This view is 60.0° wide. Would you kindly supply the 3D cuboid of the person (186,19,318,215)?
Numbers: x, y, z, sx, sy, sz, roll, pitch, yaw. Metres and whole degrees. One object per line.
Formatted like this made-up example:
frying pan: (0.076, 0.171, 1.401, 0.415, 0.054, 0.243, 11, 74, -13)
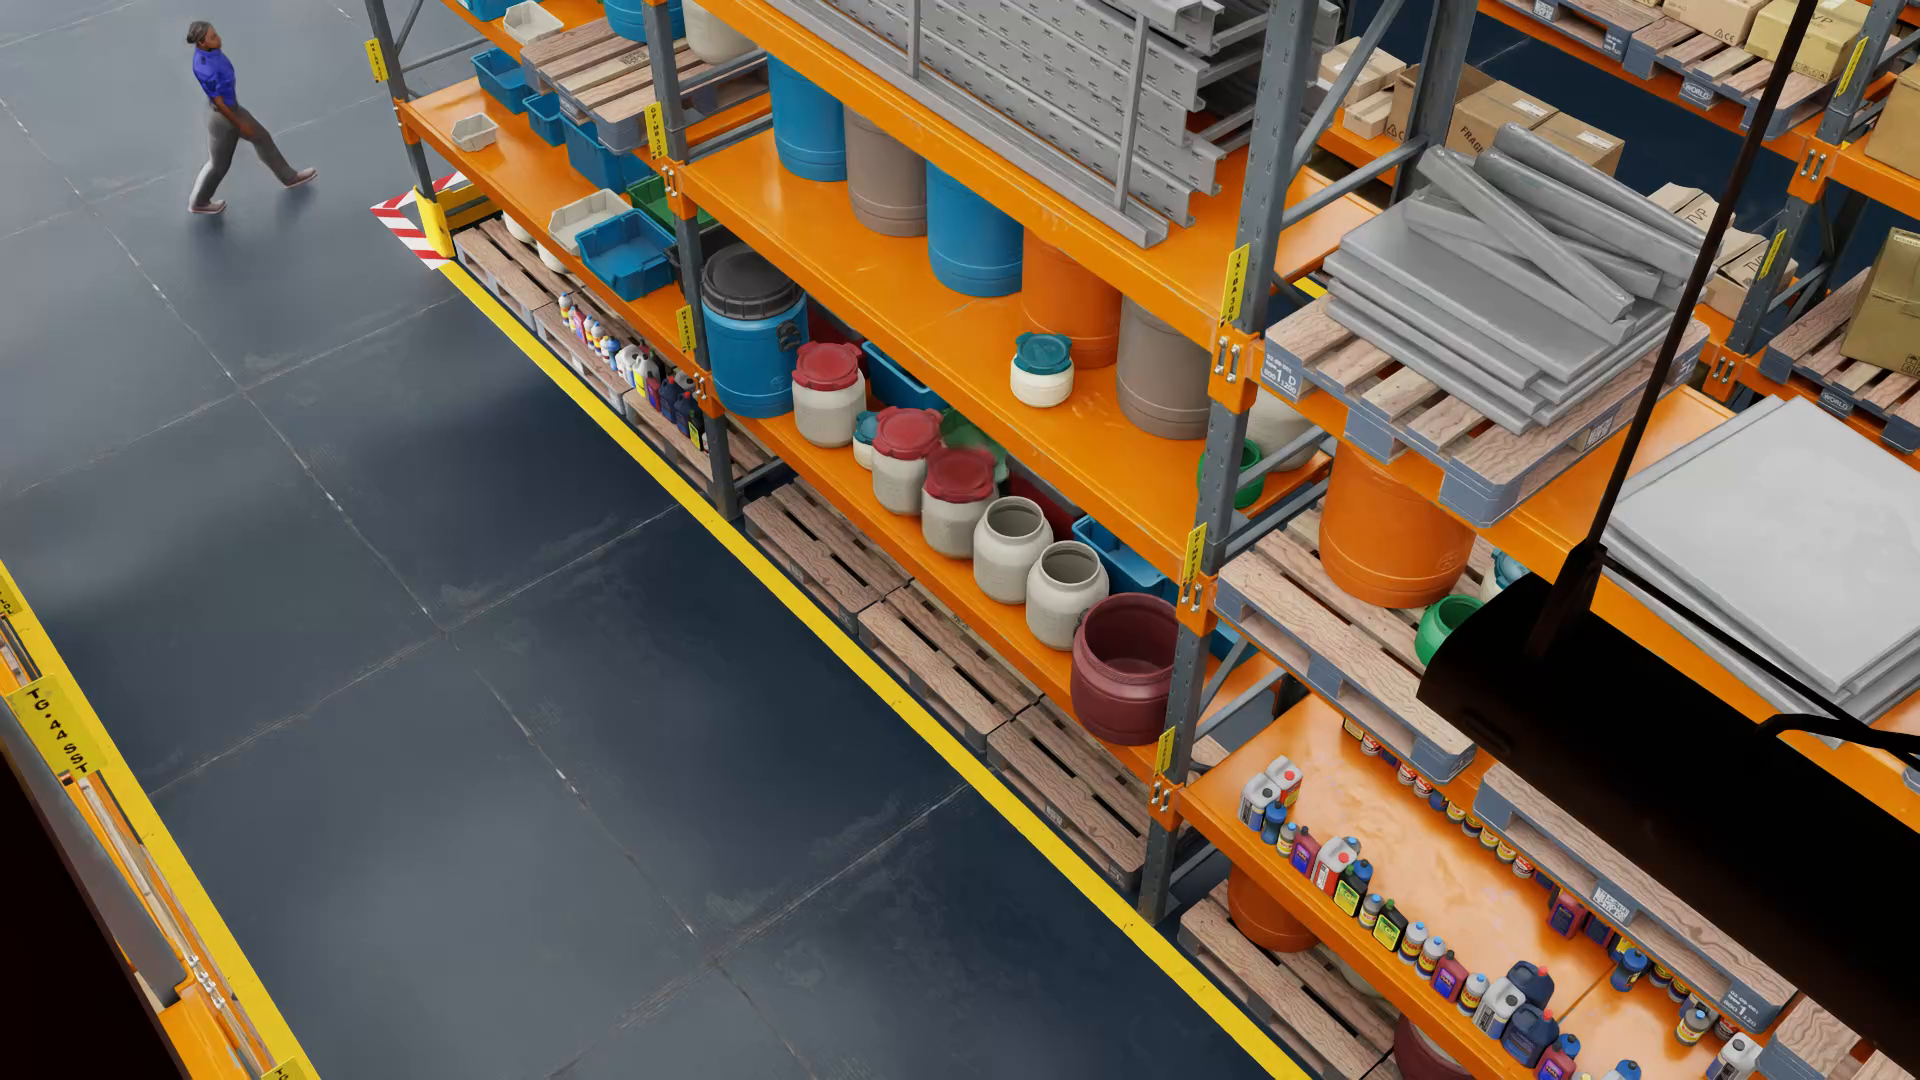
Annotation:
person: (-5.757, -3.347, 13.040, 1.041, 1.599, 0.461, -20, 50, -18)
